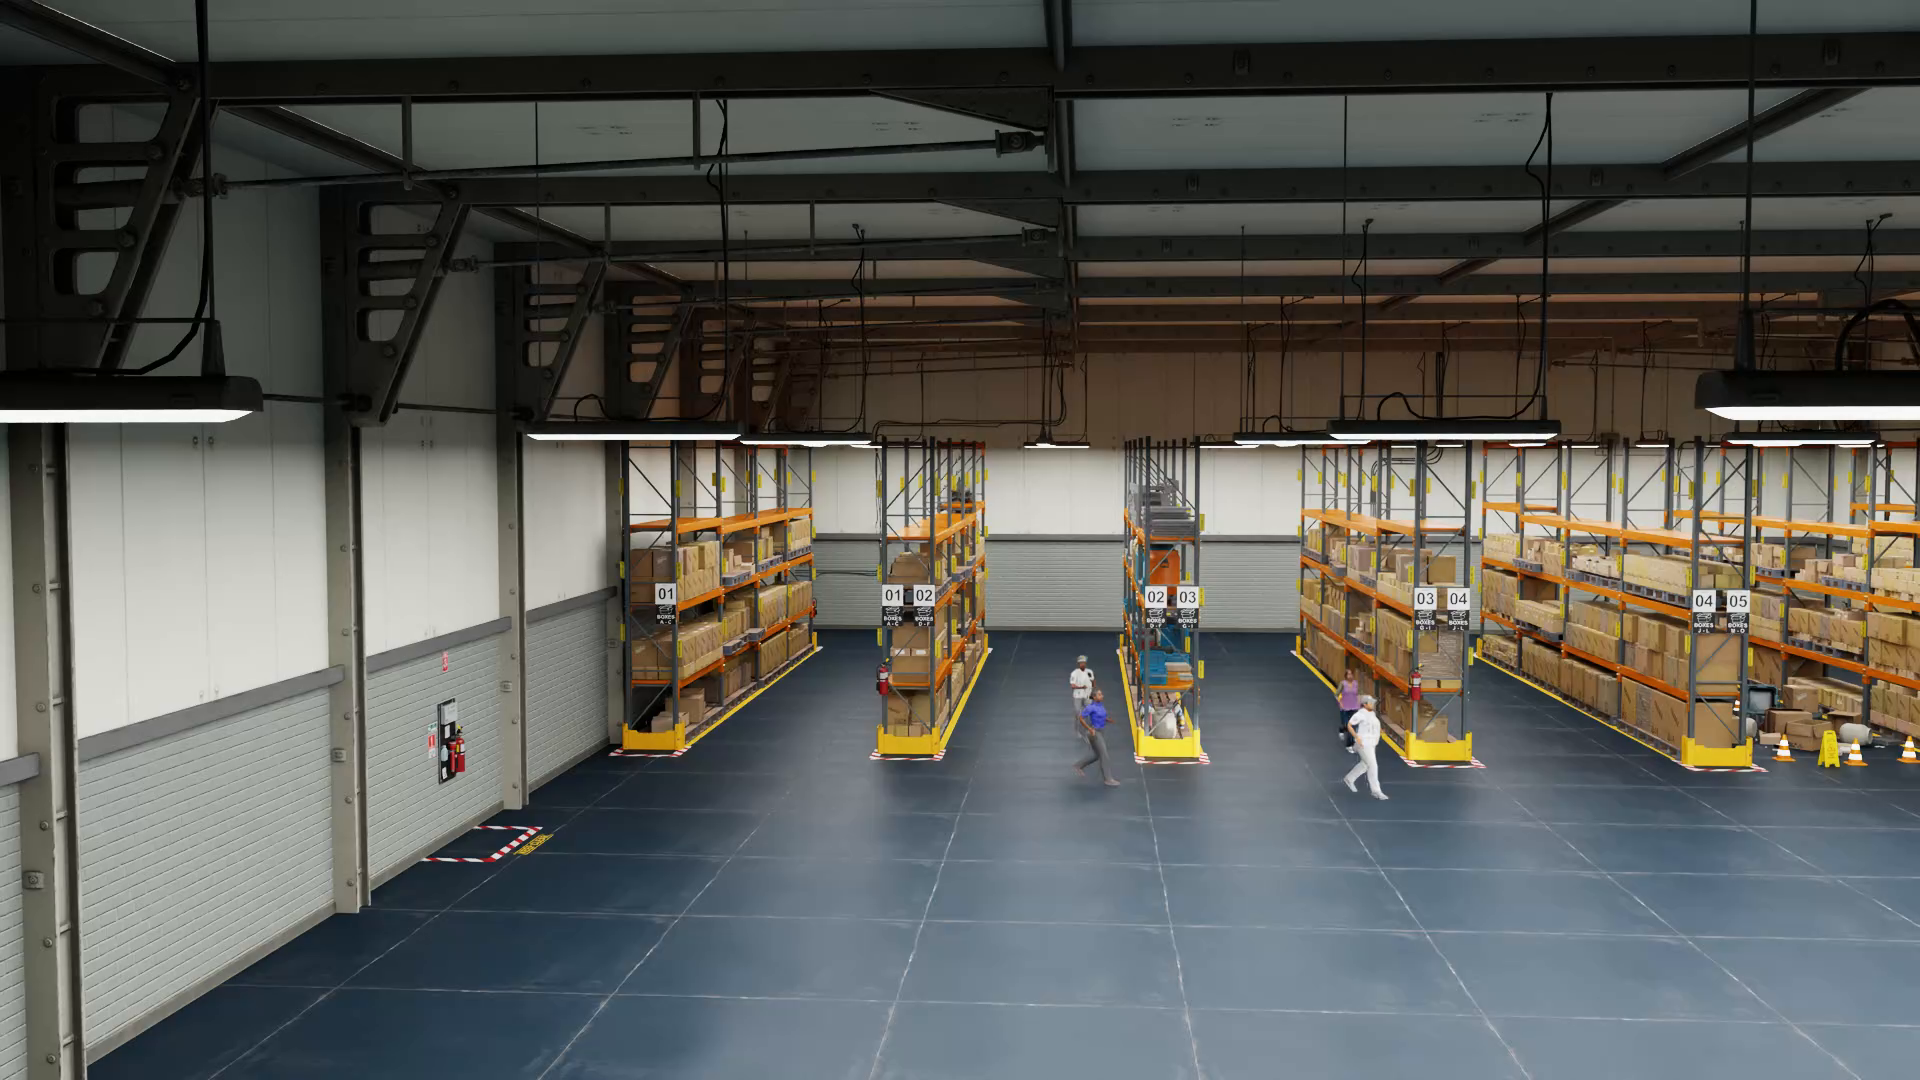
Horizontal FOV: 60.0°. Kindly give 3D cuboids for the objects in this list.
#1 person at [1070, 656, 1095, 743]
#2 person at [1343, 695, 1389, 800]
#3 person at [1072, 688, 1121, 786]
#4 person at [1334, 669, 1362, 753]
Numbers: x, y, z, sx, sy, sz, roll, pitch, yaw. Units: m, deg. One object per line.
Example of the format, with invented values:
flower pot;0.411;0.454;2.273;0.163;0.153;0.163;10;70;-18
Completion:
person;2.422;3.132;32.711;0.527;1.735;0.718;0;3;-5
person;6.730;3.401;27.530;0.846;1.679;0.606;2;4;38
person;2.329;3.357;28.497;0.931;1.634;0.581;1;3;26
person;7.441;3.255;31.846;0.542;1.553;0.694;0;3;-1
